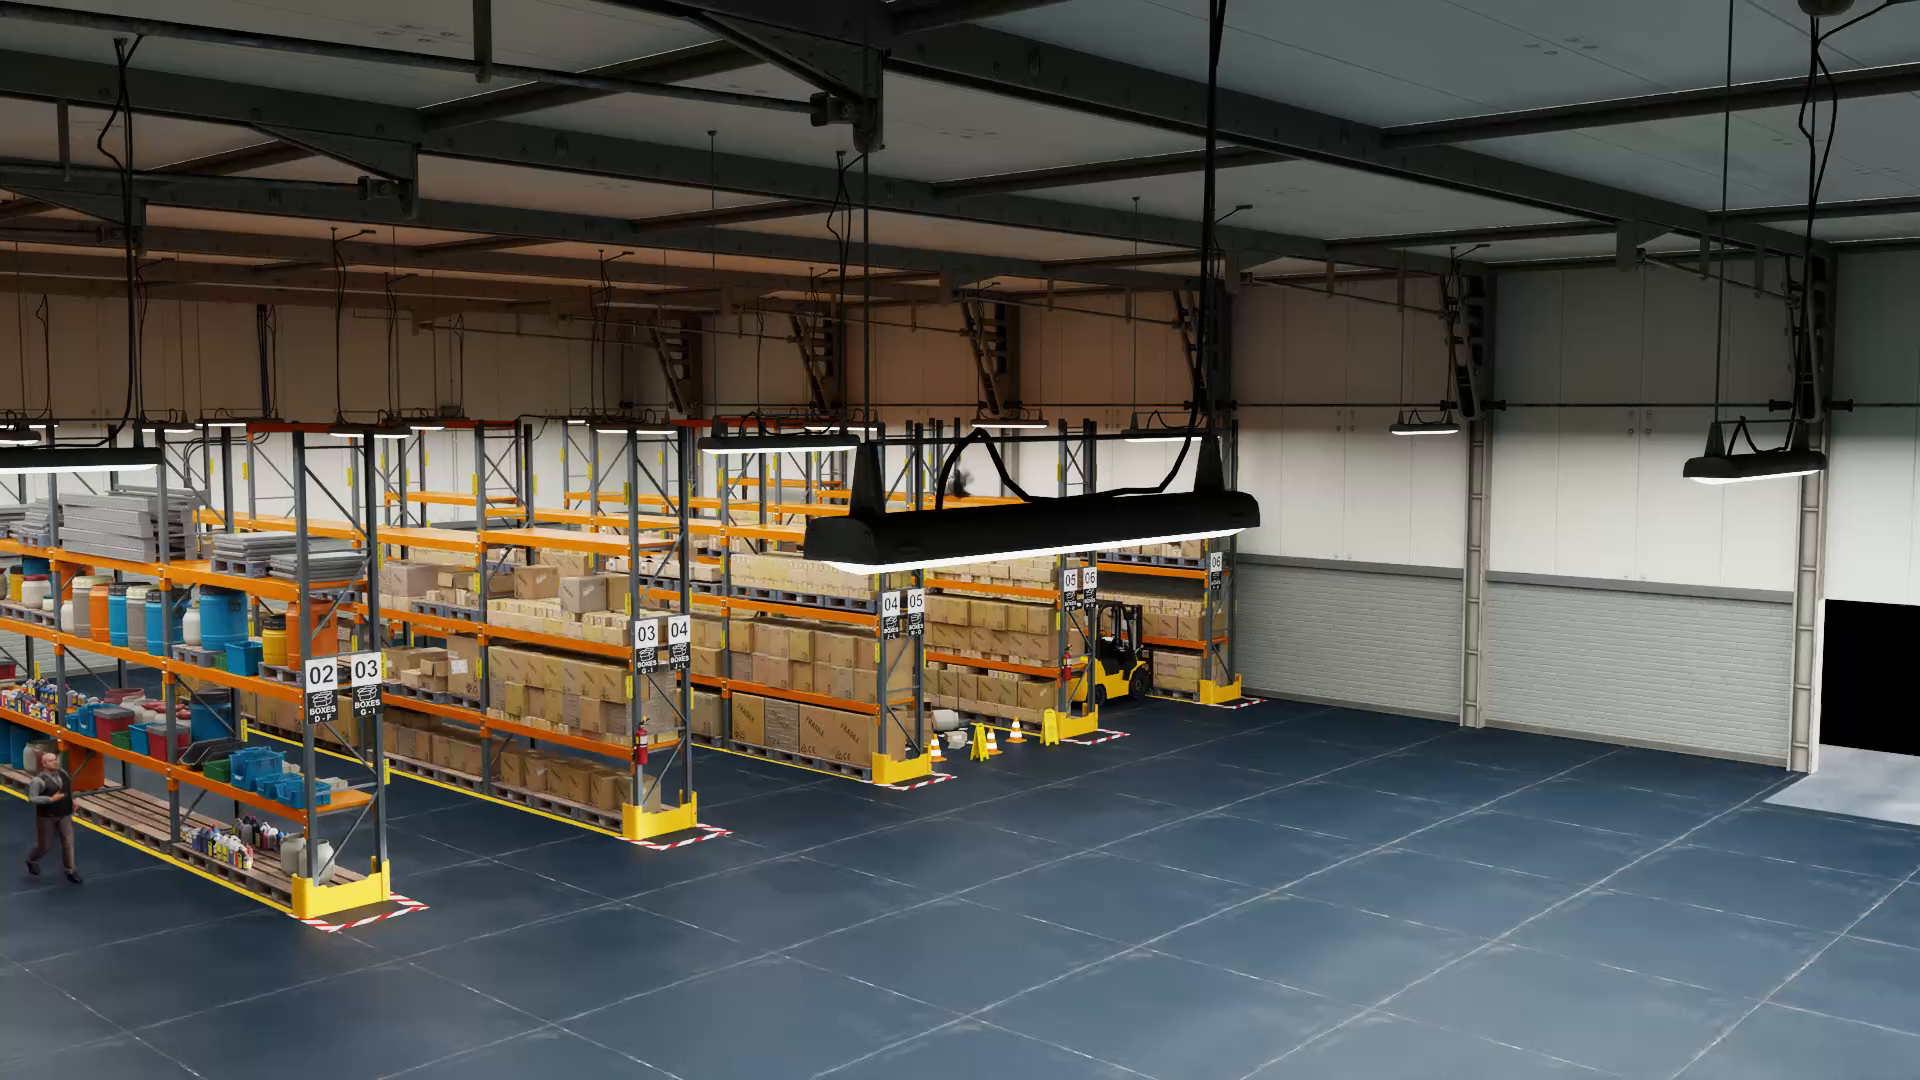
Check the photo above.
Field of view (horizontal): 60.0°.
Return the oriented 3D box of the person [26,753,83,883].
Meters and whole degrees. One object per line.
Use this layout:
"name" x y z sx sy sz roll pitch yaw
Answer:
"person" -11.982 3.662 21.987 0.960 1.696 0.662 3 5 30
